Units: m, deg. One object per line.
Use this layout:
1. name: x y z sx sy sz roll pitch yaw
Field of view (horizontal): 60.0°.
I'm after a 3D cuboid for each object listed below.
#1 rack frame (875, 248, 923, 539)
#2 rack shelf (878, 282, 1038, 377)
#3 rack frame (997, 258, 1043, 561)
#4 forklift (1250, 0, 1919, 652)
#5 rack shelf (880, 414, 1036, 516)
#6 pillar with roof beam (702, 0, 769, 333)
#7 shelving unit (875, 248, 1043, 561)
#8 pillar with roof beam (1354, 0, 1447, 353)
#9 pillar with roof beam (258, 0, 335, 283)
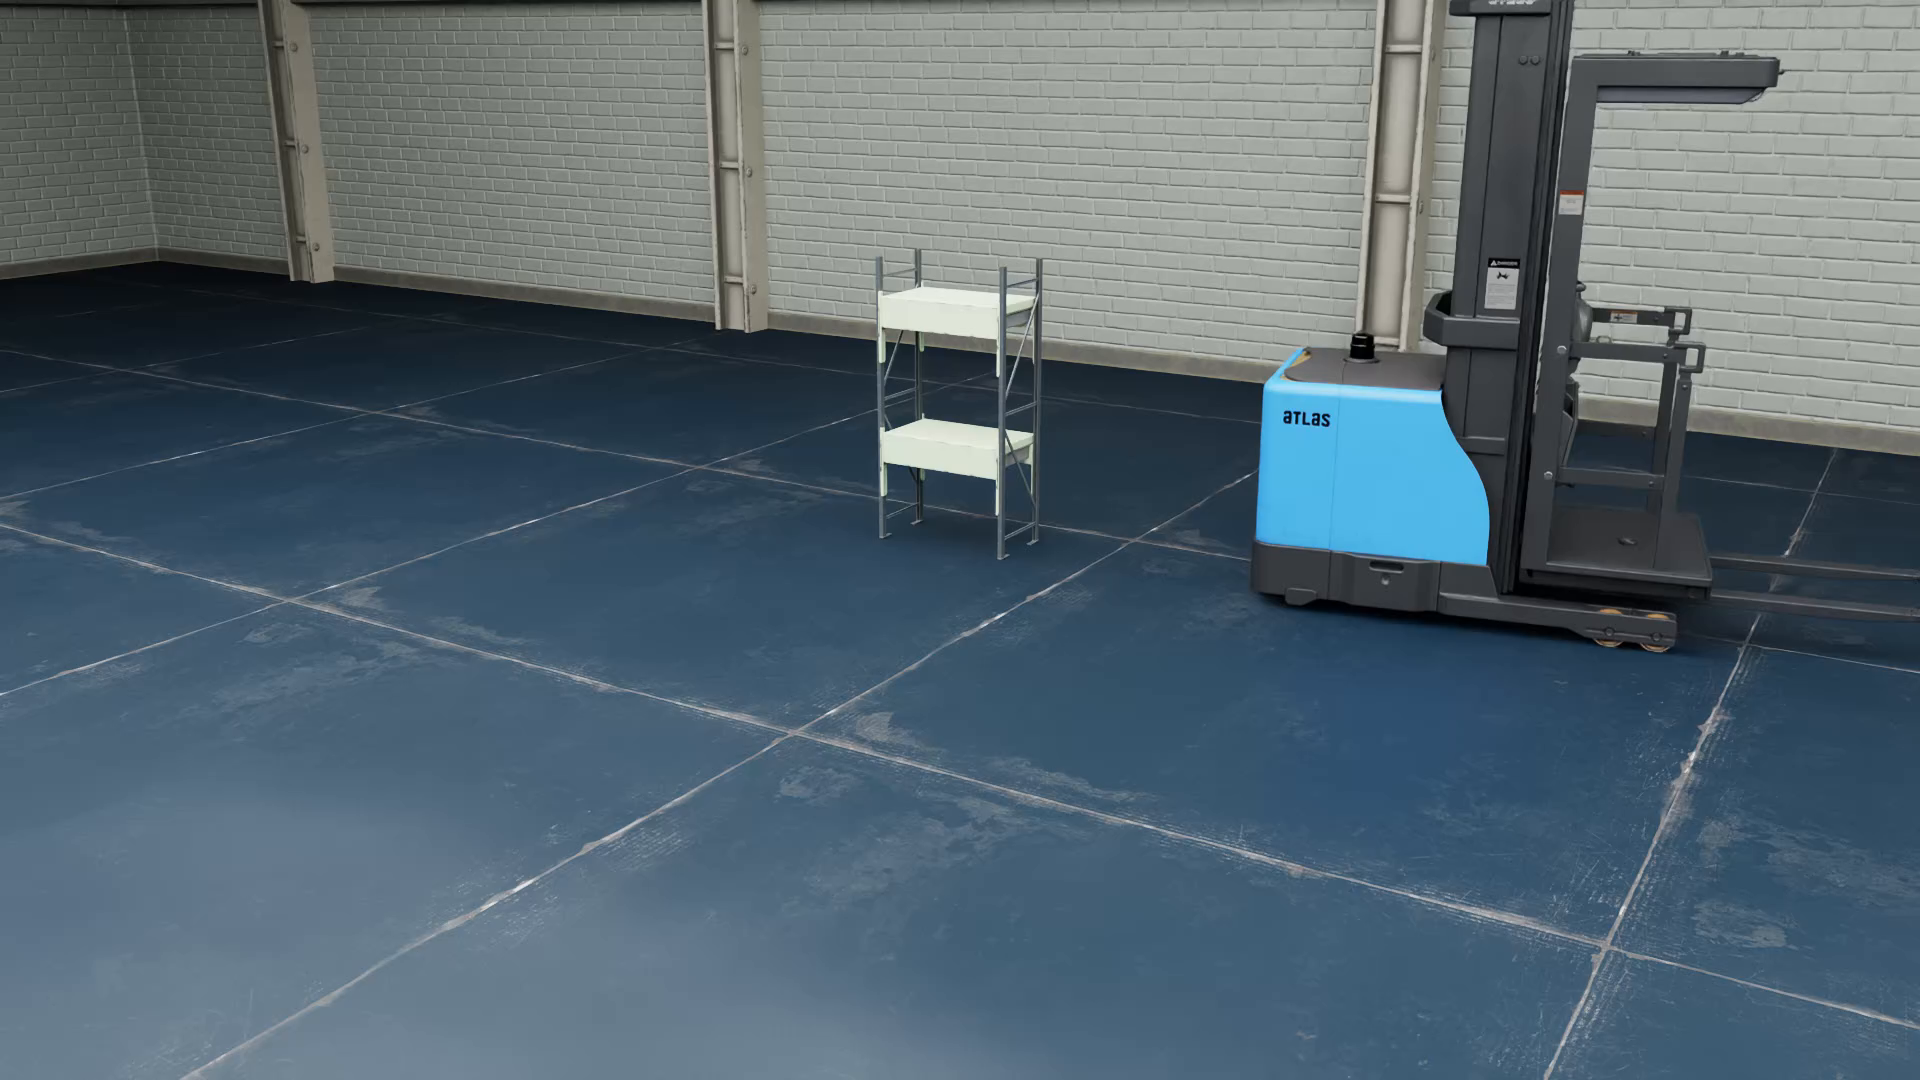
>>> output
1. rack frame: -0.318 -0.774 8.850 0.023 1.500 0.400 10 20 30
2. rack shelf: -0.006 -1.092 8.553 0.720 0.370 0.431 10 20 30
3. rack frame: 0.306 -0.663 8.483 0.023 1.500 0.400 10 20 30
4. forklift: 2.953 -1.086 7.413 3.031 2.935 1.130 6 18 19
5. rack shelf: -0.006 -0.407 8.761 0.720 0.370 0.431 10 20 30
6. pillar with roof beam: -4.250 -5.184 10.466 0.400 9.000 9.100 10 20 30
7. shelving unit: -0.006 -0.719 8.667 0.755 1.500 0.431 10 20 30
8. pillar with roof beam: 0.863 -4.272 7.462 0.400 9.000 9.100 10 20 30
9. pillar with roof beam: -9.363 -6.097 13.471 0.400 9.000 9.100 10 20 30
